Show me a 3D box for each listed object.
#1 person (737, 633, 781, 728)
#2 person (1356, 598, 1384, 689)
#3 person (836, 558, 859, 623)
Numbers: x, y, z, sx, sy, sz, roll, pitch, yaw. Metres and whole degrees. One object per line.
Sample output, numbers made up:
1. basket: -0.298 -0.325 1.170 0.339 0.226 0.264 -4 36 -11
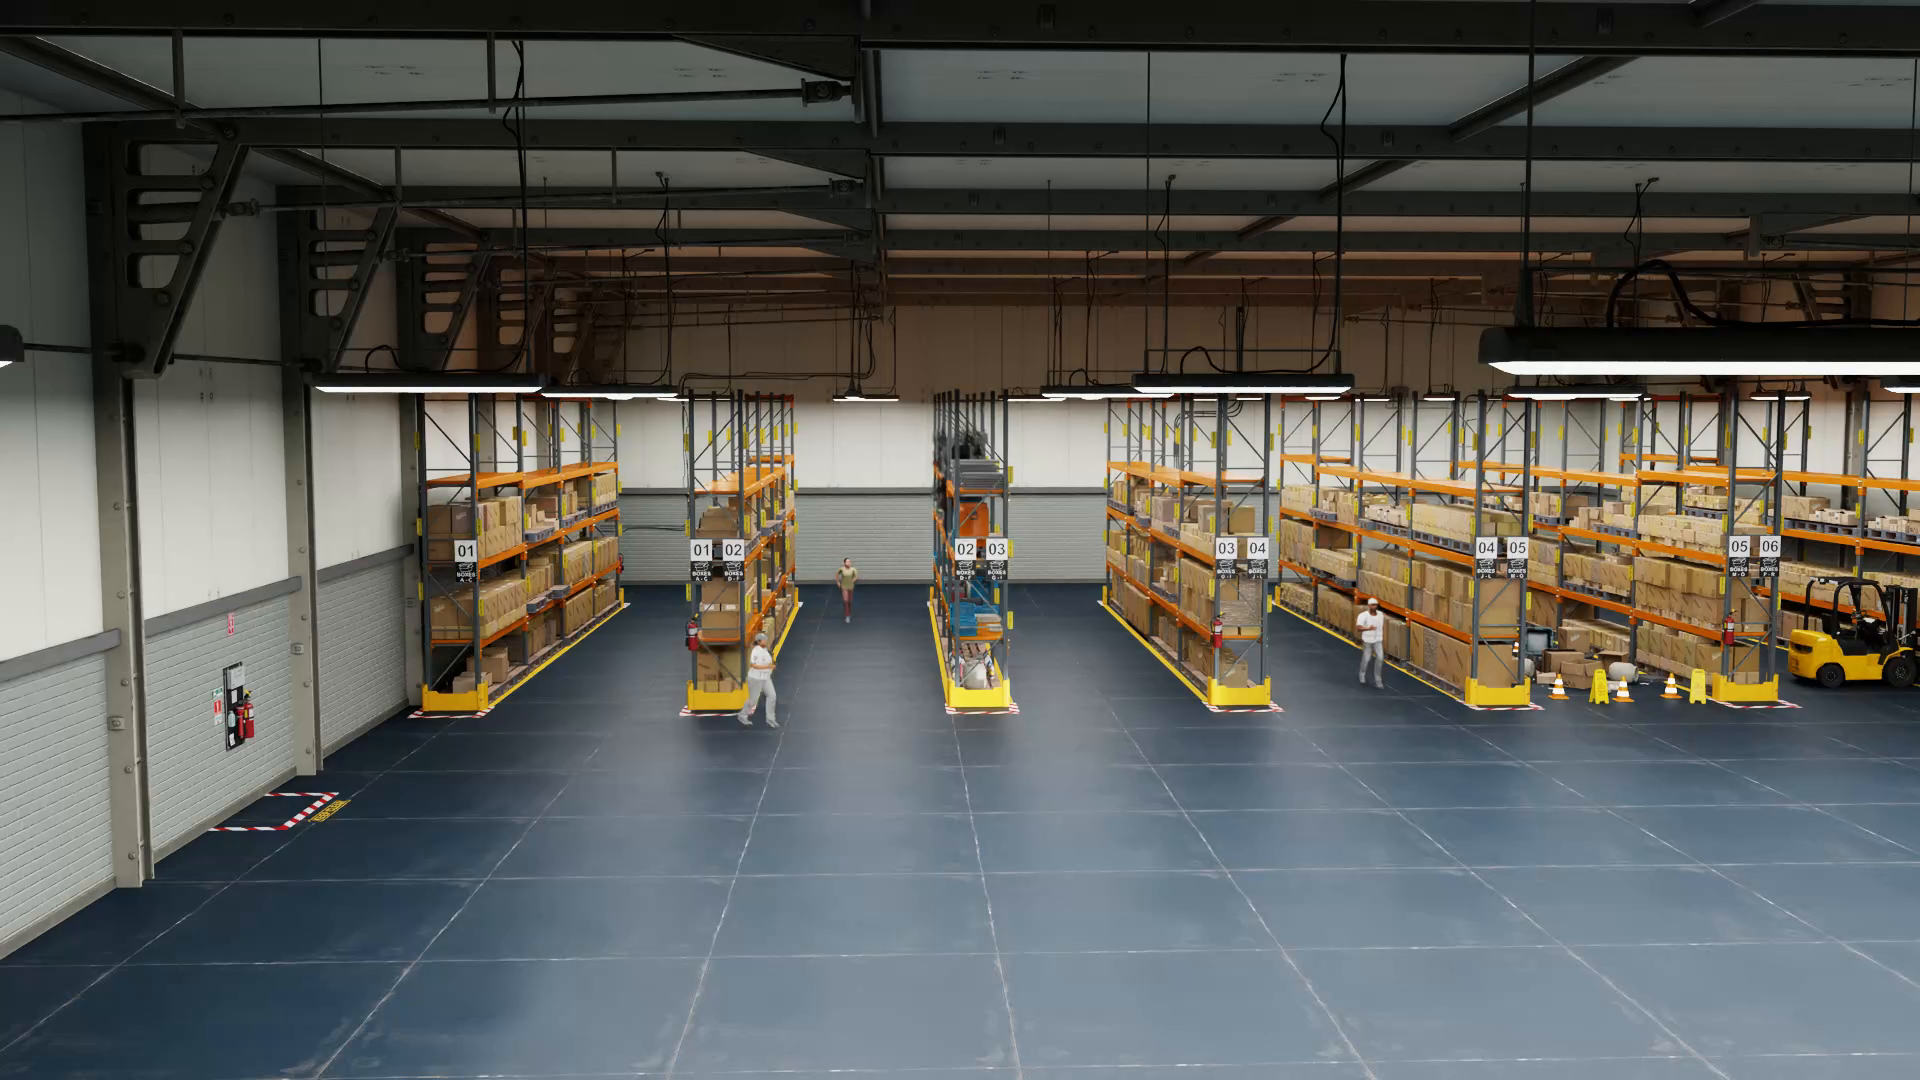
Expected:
1. person: -3.578 2.499 29.446 0.777 1.724 0.593 2 5 22
2. person: 8.349 2.086 33.771 0.689 1.841 0.810 -1 5 -8
3. person: -2.968 1.303 44.018 0.592 1.688 0.847 -1 5 -15
